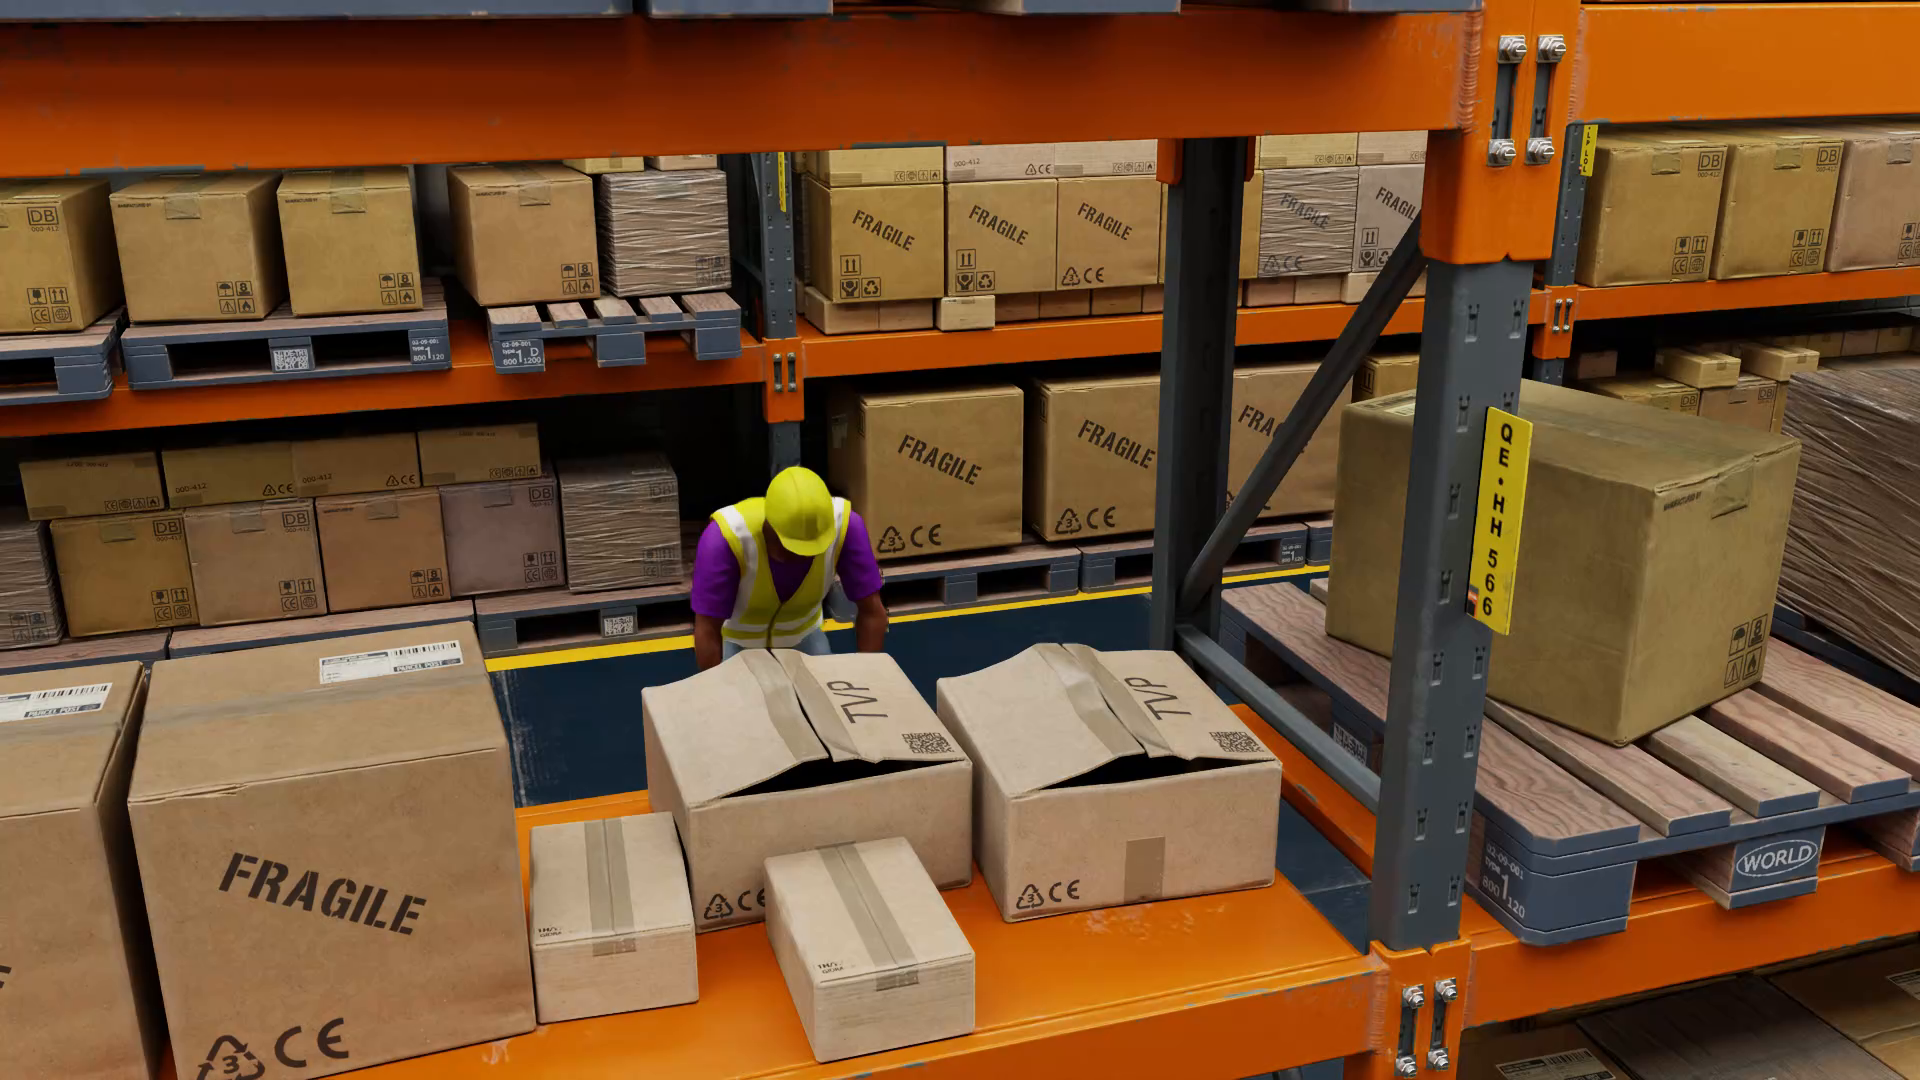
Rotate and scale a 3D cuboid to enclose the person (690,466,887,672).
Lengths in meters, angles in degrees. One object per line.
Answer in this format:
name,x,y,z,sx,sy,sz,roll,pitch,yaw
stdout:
person,-0.568,0.383,5.442,0.631,1.428,0.747,-6,20,-17
